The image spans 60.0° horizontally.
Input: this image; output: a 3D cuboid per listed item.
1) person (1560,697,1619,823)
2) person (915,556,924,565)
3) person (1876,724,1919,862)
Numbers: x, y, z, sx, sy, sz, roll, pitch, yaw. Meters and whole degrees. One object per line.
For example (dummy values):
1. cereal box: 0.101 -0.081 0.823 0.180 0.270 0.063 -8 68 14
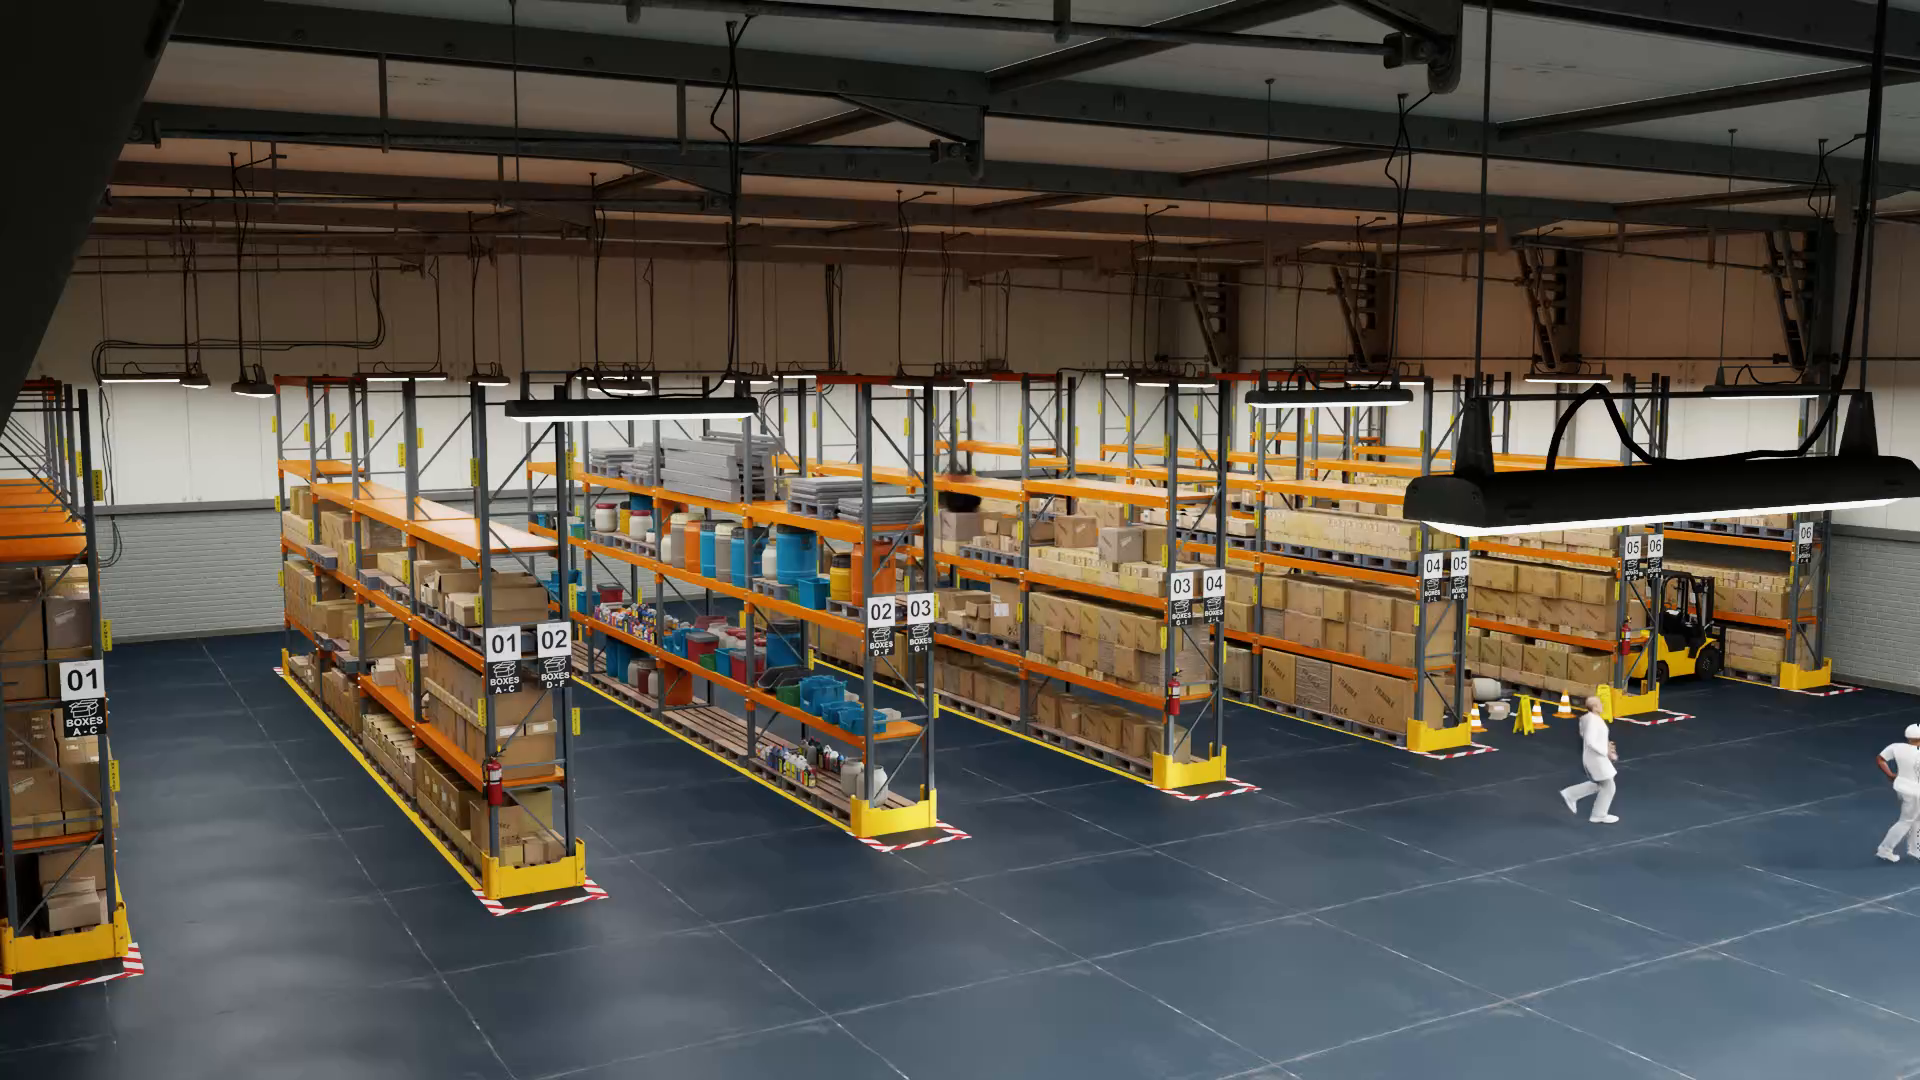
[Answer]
1. person: 8.621 2.990 22.681 0.753 1.729 0.713 1 6 10
2. person: -1.057 0.942 41.741 0.847 1.702 0.622 -5 8 -39
3. person: 11.842 3.194 20.724 0.787 1.831 0.676 0 6 -1
